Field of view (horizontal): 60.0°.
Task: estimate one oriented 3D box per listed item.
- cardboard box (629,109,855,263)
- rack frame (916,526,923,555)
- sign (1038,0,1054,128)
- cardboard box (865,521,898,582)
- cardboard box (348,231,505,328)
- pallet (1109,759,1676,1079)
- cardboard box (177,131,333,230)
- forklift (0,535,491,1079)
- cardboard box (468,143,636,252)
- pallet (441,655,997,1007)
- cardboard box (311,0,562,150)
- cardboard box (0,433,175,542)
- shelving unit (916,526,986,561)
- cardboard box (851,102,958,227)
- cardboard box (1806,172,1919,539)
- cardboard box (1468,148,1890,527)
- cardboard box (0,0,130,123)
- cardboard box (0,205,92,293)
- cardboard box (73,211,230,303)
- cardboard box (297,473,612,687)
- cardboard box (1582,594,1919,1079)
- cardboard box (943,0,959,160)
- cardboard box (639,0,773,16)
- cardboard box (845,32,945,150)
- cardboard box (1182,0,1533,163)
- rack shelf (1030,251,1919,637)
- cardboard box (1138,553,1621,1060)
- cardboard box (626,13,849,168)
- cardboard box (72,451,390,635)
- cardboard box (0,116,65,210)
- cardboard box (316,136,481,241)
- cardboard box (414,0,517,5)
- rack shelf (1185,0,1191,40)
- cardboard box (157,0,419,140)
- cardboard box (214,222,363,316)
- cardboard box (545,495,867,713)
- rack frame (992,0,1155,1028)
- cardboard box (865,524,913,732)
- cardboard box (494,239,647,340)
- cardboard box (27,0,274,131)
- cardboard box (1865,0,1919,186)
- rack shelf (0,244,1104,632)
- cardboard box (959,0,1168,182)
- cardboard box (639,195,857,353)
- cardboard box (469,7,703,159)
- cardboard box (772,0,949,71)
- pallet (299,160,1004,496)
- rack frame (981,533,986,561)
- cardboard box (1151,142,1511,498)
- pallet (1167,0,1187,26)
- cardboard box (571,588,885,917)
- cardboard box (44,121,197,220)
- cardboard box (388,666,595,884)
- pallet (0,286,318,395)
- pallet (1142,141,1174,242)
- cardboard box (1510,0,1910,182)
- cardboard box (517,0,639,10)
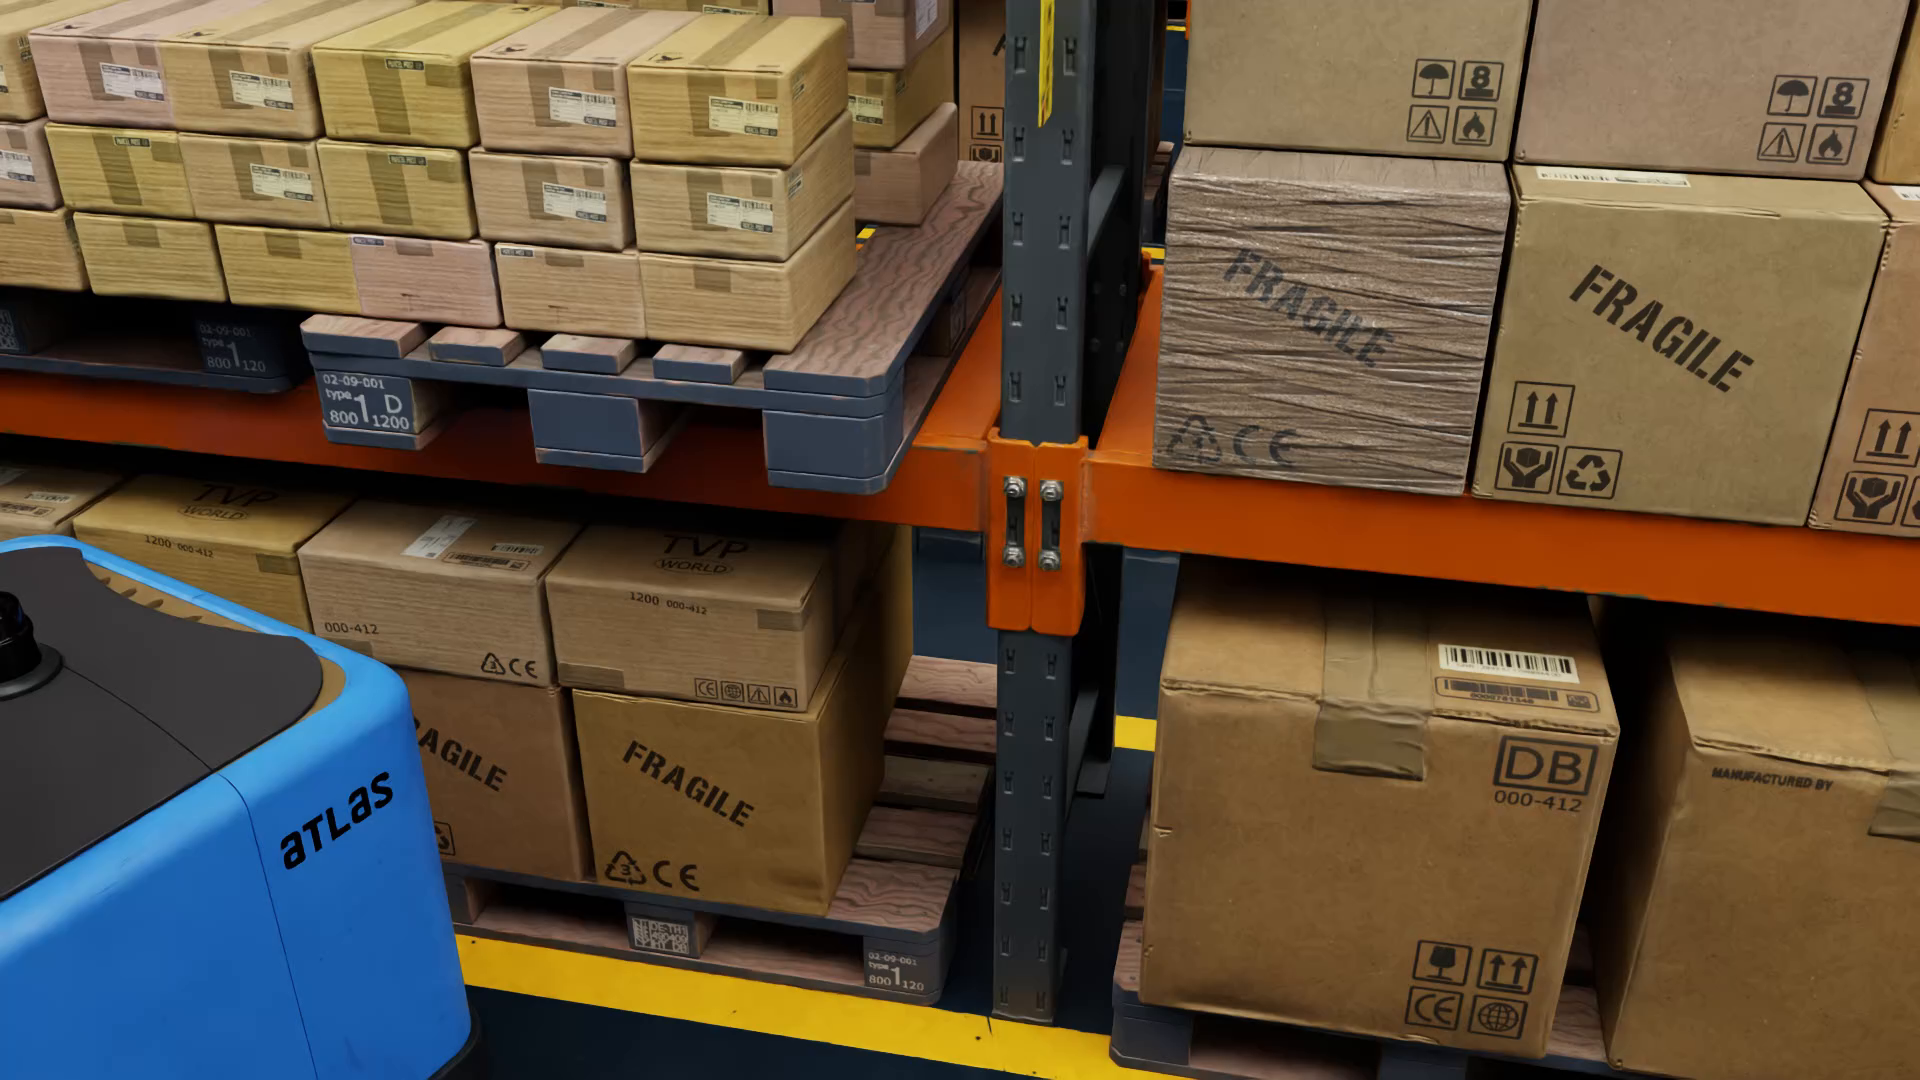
[{"bbox_3d":[-0.346,-0.594,2.726,0.250,0.149,0.380,6,29,12],"label":"cardboard box"},{"bbox_3d":[-0.107,-0.406,5.054,0.006,0.900,0.240,6,29,11],"label":"rack frame"},{"bbox_3d":[0.128,-0.771,2.412,0.005,0.325,0.100,6,29,11],"label":"sign"},{"bbox_3d":[-0.392,-0.154,3.792,0.500,0.250,0.500,5,29,8],"label":"cardboard box"},{"bbox_3d":[-0.841,-0.513,2.888,0.250,0.149,0.380,6,29,11],"label":"cardboard box"},{"bbox_3d":[0.987,0.784,3.599,1.213,0.211,1.003,6,29,11],"label":"pallet"},{"bbox_3d":[-1.110,-0.671,2.866,0.250,0.149,0.380,6,29,11],"label":"cardboard box"},{"bbox_3d":[-2.055,0.350,1.559,1.130,2.935,3.031,16,33,27],"label":"forklift"},{"bbox_3d":[-0.608,-0.620,2.774,0.250,0.149,0.380,7,29,12],"label":"cardboard box"},{"bbox_3d":[-0.532,0.590,3.952,1.213,0.211,1.003,6,29,11],"label":"pallet"},{"bbox_3d":[-0.844,-0.775,2.747,0.250,0.149,0.380,7,29,12],"label":"cardboard box"},{"bbox_3d":[-1.993,-0.068,3.636,0.500,0.250,0.500,7,29,12],"label":"cardboard box"},{"bbox_3d":[-0.008,-0.396,5.035,0.210,0.900,0.258,6,29,11],"label":"shelving unit"},{"bbox_3d":[-0.164,-0.768,3.353,0.250,0.149,0.380,5,29,10],"label":"cardboard box"},{"bbox_3d":[1.606,-0.326,2.617,0.500,0.500,0.500,6,29,11],"label":"cardboard box"},{"bbox_3d":[1.112,-0.376,2.710,0.500,0.500,0.500,6,29,10],"label":"cardboard box"},{"bbox_3d":[-1.607,-0.853,2.890,0.250,0.149,0.380,7,30,13],"label":"cardboard box"},{"bbox_3d":[-1.600,-0.593,3.033,0.250,0.149,0.380,7,29,12],"label":"cardboard box"},{"bbox_3d":[-1.347,-0.566,2.984,0.250,0.149,0.380,5,29,8],"label":"cardboard box"},{"bbox_3d":[-0.988,0.038,3.441,0.500,0.250,0.500,6,29,11],"label":"cardboard box"},{"bbox_3d":[1.664,0.438,3.232,0.750,0.750,1.050,6,29,11],"label":"cardboard box"},{"bbox_3d":[-0.363,-2.341,8.177,0.875,0.875,0.875,6,29,11],"label":"cardboard box"},{"bbox_3d":[-0.443,-1.052,3.253,0.250,0.149,0.380,5,29,9],"label":"cardboard box"},{"bbox_3d":[-0.199,-0.901,3.287,0.250,0.149,0.380,7,30,13],"label":"cardboard box"},{"bbox_3d":[0.669,-0.987,2.783,0.500,0.500,0.700,6,29,10],"label":"cardboard box"},{"bbox_3d":[2.188,-0.038,2.945,4.000,0.370,1.077,6,29,11],"label":"rack shelf"},{"bbox_3d":[0.809,0.352,3.389,0.750,0.750,1.050,5,29,10],"label":"cardboard box"},{"bbox_3d":[-0.343,-0.723,2.651,0.250,0.149,0.380,5,29,9],"label":"cardboard box"},{"bbox_3d":[-1.482,-0.020,3.548,0.500,0.250,0.500,7,29,12],"label":"cardboard box"},{"bbox_3d":[-1.608,-0.722,2.961,0.250,0.149,0.380,7,29,12],"label":"cardboard box"},{"bbox_3d":[-0.866,-0.645,2.820,0.250,0.149,0.380,7,29,12],"label":"cardboard box"},{"bbox_3d":[-0.941,-1.105,3.350,0.250,0.149,0.380,5,29,8],"label":"cardboard box"},{"bbox_3d":[-0.789,-2.774,7.942,4.000,0.370,1.077,6,29,11],"label":"rack shelf"},{"bbox_3d":[-1.106,-0.800,2.793,0.250,0.149,0.380,7,29,12],"label":"cardboard box"},{"bbox_3d":[-1.084,-0.540,2.936,0.250,0.149,0.380,5,29,10],"label":"cardboard box"},{"bbox_3d":[-0.492,0.084,3.358,0.500,0.250,0.500,5,29,9],"label":"cardboard box"},{"bbox_3d":[0.232,-0.554,3.138,0.127,3.000,1.000,6,29,11],"label":"rack frame"},{"bbox_3d":[-0.407,0.168,3.986,0.500,0.500,0.500,5,29,8],"label":"cardboard box"},{"bbox_3d":[-0.589,-0.487,2.841,0.250,0.149,0.380,6,29,10],"label":"cardboard box"},{"bbox_3d":[-1.341,-0.827,2.842,0.250,0.149,0.380,6,29,11],"label":"cardboard box"},{"bbox_3d":[1.666,-0.886,2.600,0.500,0.500,0.700,5,29,10],"label":"cardboard box"},{"bbox_3d":[-1.724,-0.439,3.677,4.000,0.370,1.077,6,29,11],"label":"rack shelf"},{"bbox_3d":[0.509,-2.249,8.010,0.875,0.875,0.875,6,29,10],"label":"cardboard box"},{"bbox_3d":[-0.347,-0.462,2.794,0.250,0.149,0.380,6,29,11],"label":"cardboard box"},{"bbox_3d":[-0.588,-0.749,2.699,0.250,0.149,0.380,6,29,10],"label":"cardboard box"},{"bbox_3d":[-0.184,-1.027,3.207,0.250,0.149,0.380,6,29,11],"label":"cardboard box"},{"bbox_3d":[-0.487,-0.491,3.223,1.003,0.211,1.213,6,29,11],"label":"pallet"},{"bbox_3d":[0.091,-0.385,5.017,0.006,0.900,0.240,6,29,11],"label":"rack frame"},{"bbox_3d":[0.615,-0.426,2.800,0.500,0.500,0.500,6,29,11],"label":"cardboard box"},{"bbox_3d":[1.477,-4.090,12.500,1.213,0.211,1.003,6,29,11],"label":"pallet"},{"bbox_3d":[-0.466,0.415,3.534,0.500,0.500,0.500,6,29,10],"label":"cardboard box"},{"bbox_3d":[-1.353,-0.697,2.913,0.250,0.149,0.380,6,29,10],"label":"cardboard box"},{"bbox_3d":[-0.973,0.361,3.632,0.500,0.500,0.500,7,29,13],"label":"cardboard box"},{"bbox_3d":[-1.713,-0.649,3.512,1.213,0.211,1.003,6,29,11],"label":"pallet"},{"bbox_3d":[0.412,-1.780,8.282,1.213,0.211,1.003,6,29,11],"label":"pallet"},{"bbox_3d":[1.164,-0.937,2.692,0.500,0.500,0.700,5,29,10],"label":"cardboard box"},{"bbox_3d":[-0.682,-1.079,3.301,0.250,0.149,0.380,6,29,10],"label":"cardboard box"}]
